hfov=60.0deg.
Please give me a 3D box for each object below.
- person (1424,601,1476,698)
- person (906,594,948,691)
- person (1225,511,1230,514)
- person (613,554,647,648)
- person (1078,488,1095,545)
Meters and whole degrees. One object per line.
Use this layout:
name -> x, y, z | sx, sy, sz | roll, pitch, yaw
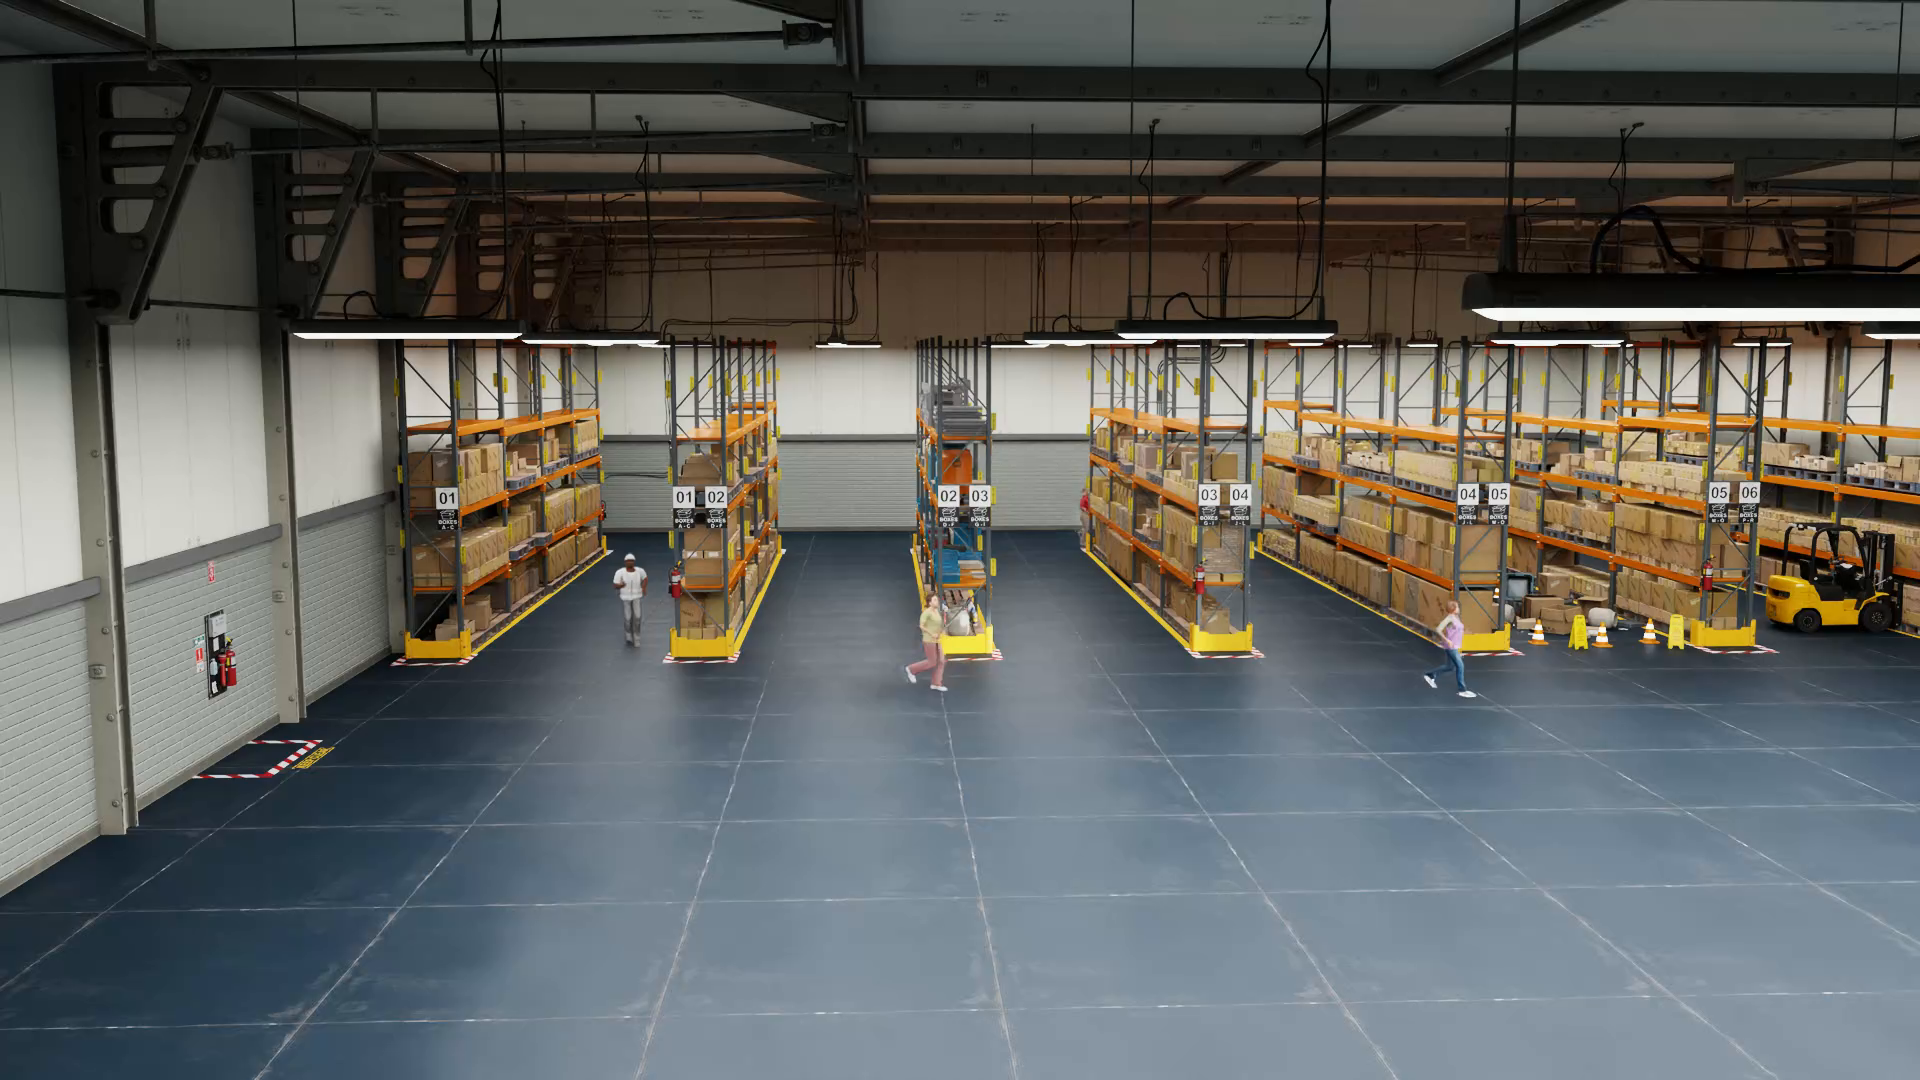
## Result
person -> 8.143, 1.791, 27.580 | 0.886, 1.579, 0.542 | 4, 7, 29
person -> -0.527, 1.721, 28.225 | 0.722, 1.652, 0.584 | 3, 7, 26
person -> 7.698, -0.616, 48.165 | 0.744, 1.808, 0.807 | 6, 9, 40
person -> -6.402, 1.173, 32.373 | 0.674, 1.823, 0.730 | -2, 7, -15
person -> 3.751, -0.688, 49.136 | 0.594, 1.686, 0.660 | 2, 7, 18
